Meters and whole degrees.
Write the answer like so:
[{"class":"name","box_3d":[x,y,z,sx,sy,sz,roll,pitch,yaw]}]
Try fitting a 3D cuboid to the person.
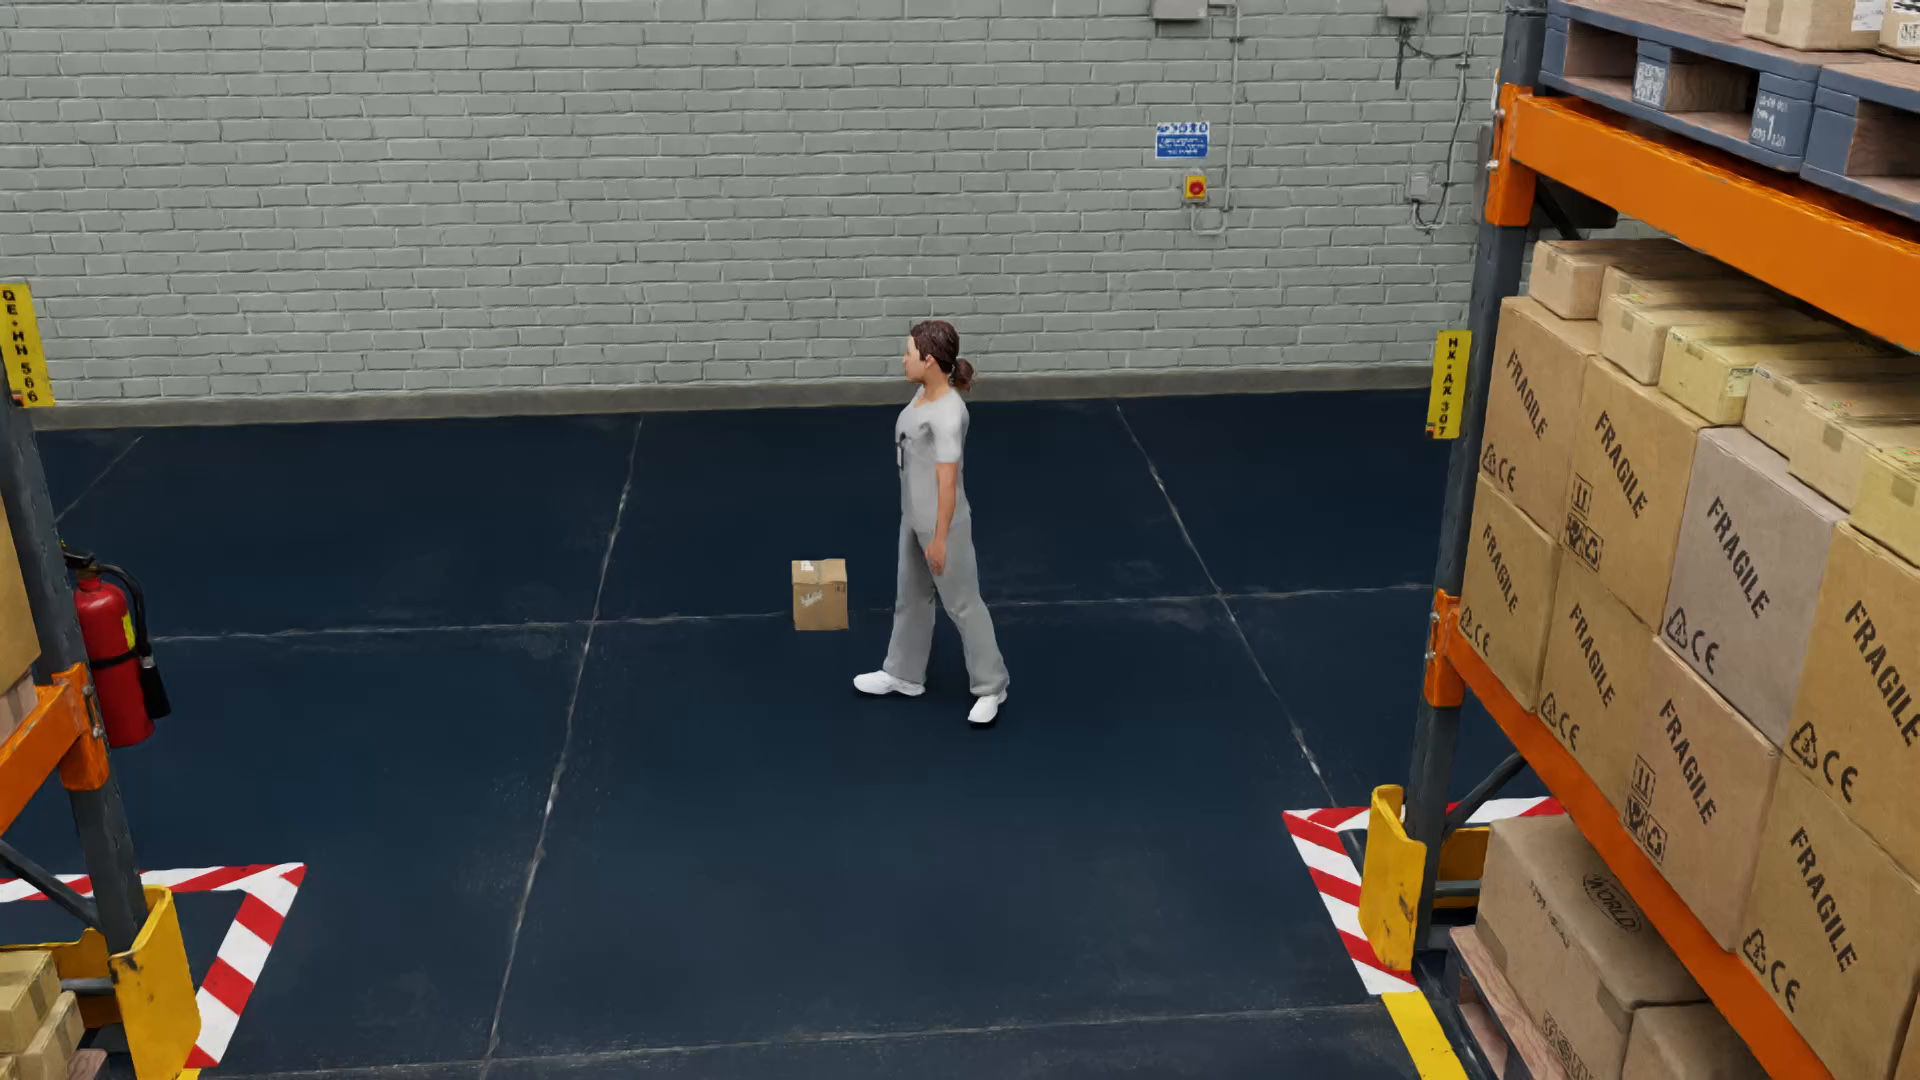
[{"class":"person","box_3d":[-0.122,-0.092,6.797,0.627,1.666,0.668,-6,25,-14]}]
